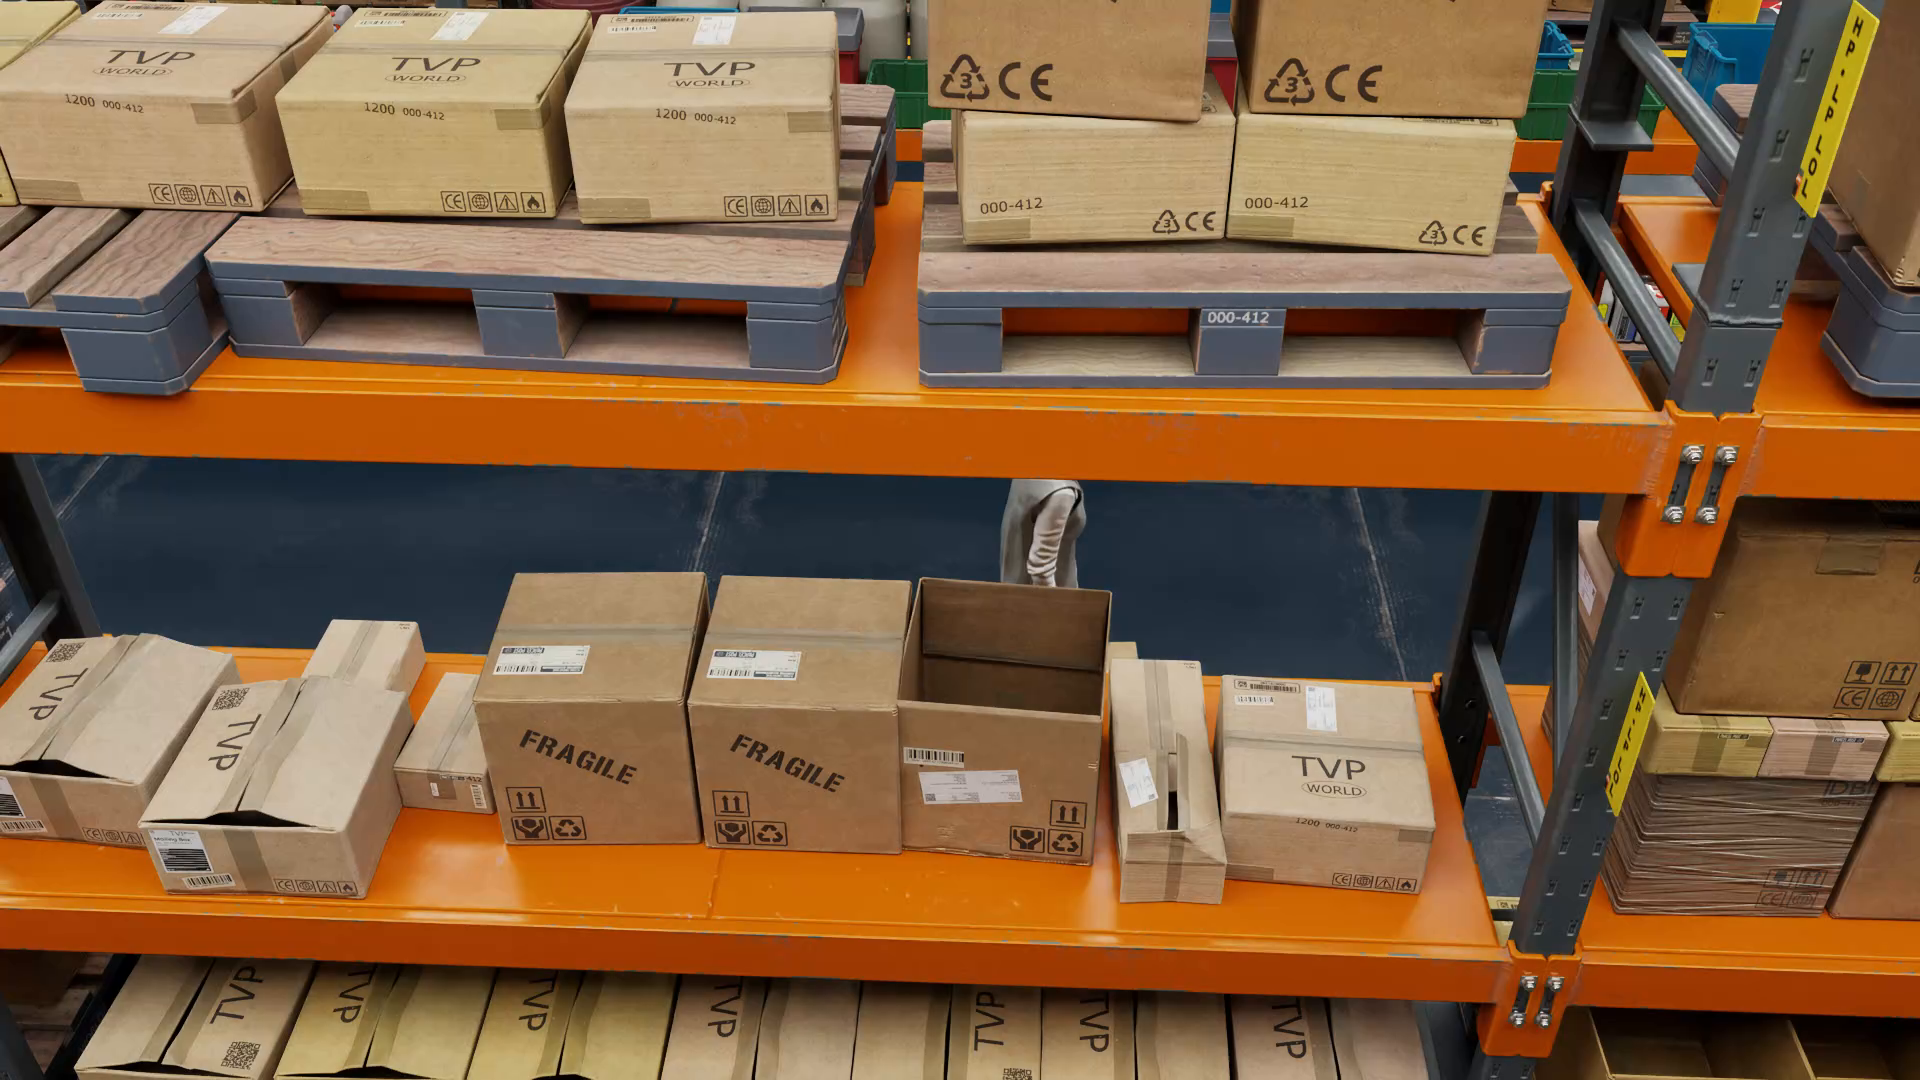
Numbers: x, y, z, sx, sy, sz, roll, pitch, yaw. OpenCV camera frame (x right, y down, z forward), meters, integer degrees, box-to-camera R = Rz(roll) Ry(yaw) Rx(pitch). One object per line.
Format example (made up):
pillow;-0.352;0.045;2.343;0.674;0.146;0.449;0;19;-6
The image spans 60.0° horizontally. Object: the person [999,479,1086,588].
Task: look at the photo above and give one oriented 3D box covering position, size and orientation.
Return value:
person;0.313;0.186;5.904;0.346;1.591;0.475;0;36;0
